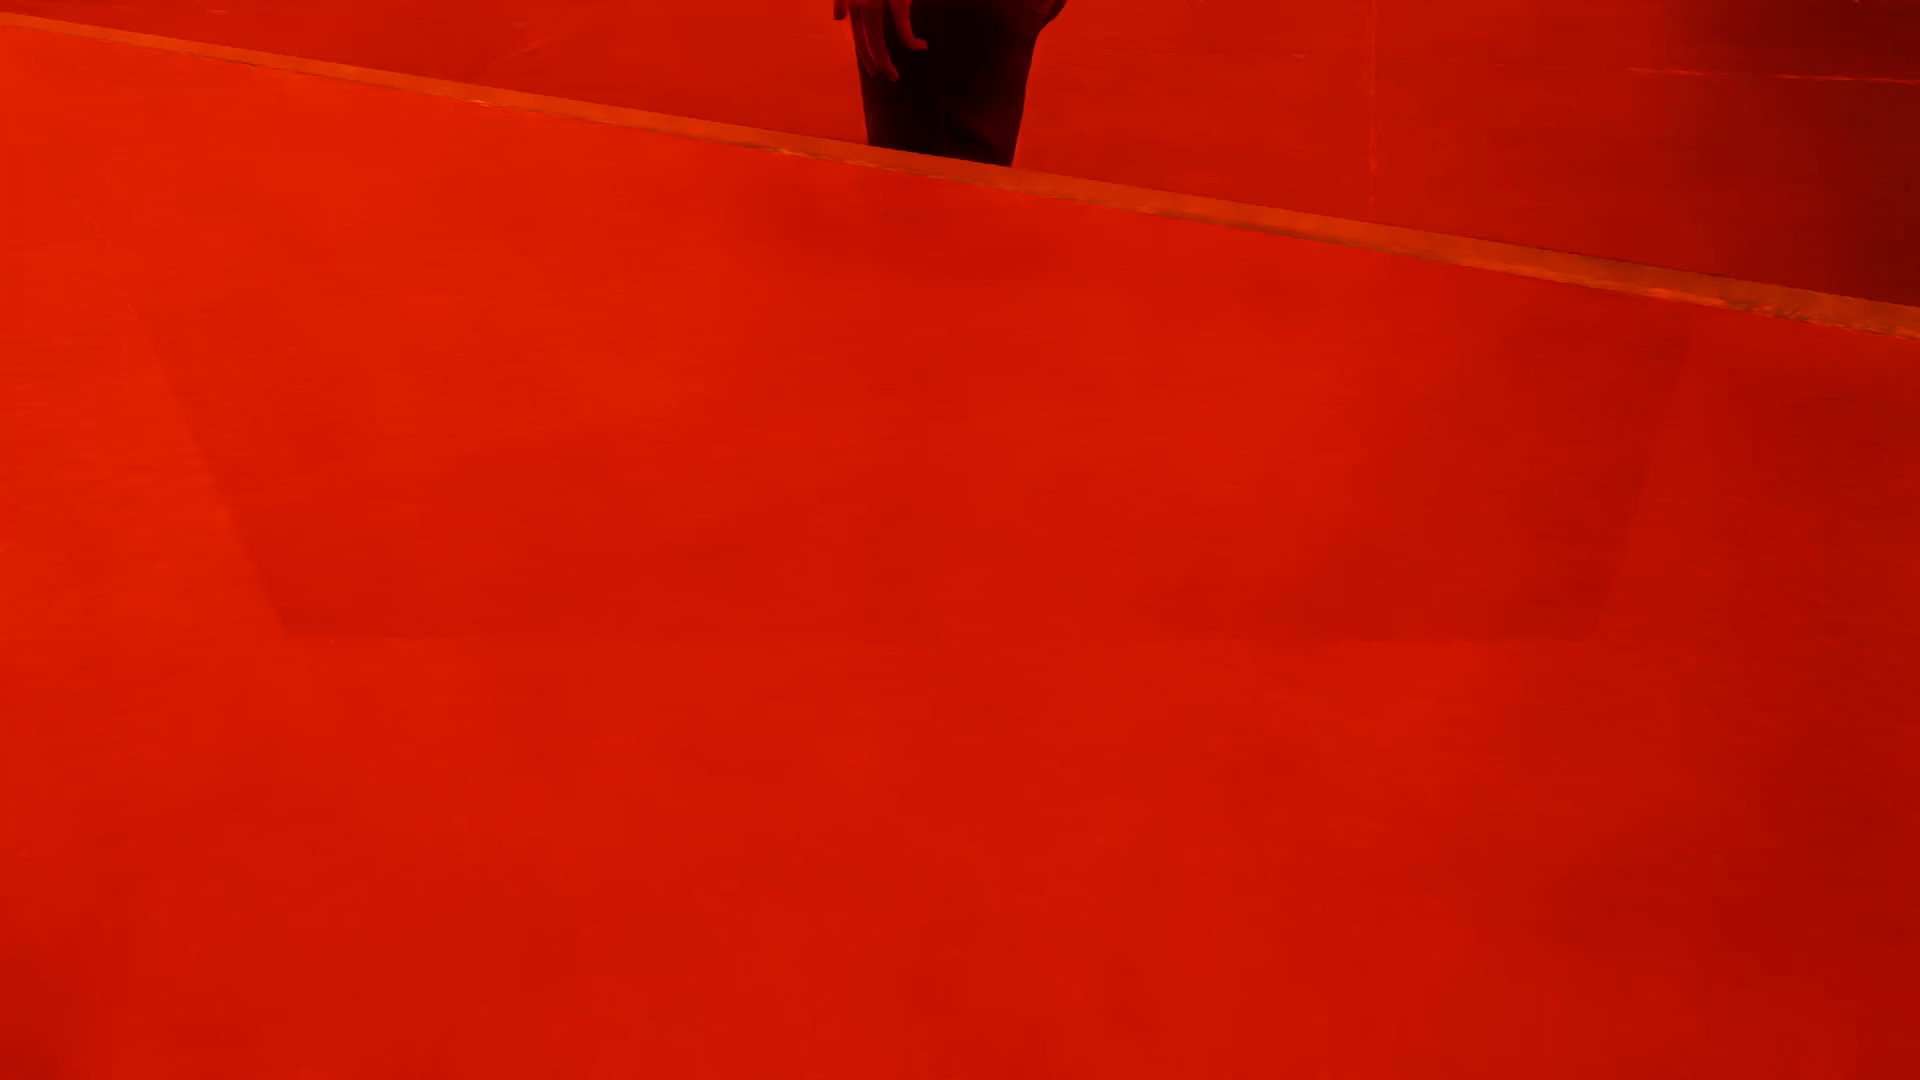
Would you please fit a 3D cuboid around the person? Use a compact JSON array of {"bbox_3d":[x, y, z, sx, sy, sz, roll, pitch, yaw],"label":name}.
[{"bbox_3d":[-0.059,-0.785,2.128,0.567,1.720,0.632,6,27,11],"label":"person"}]
